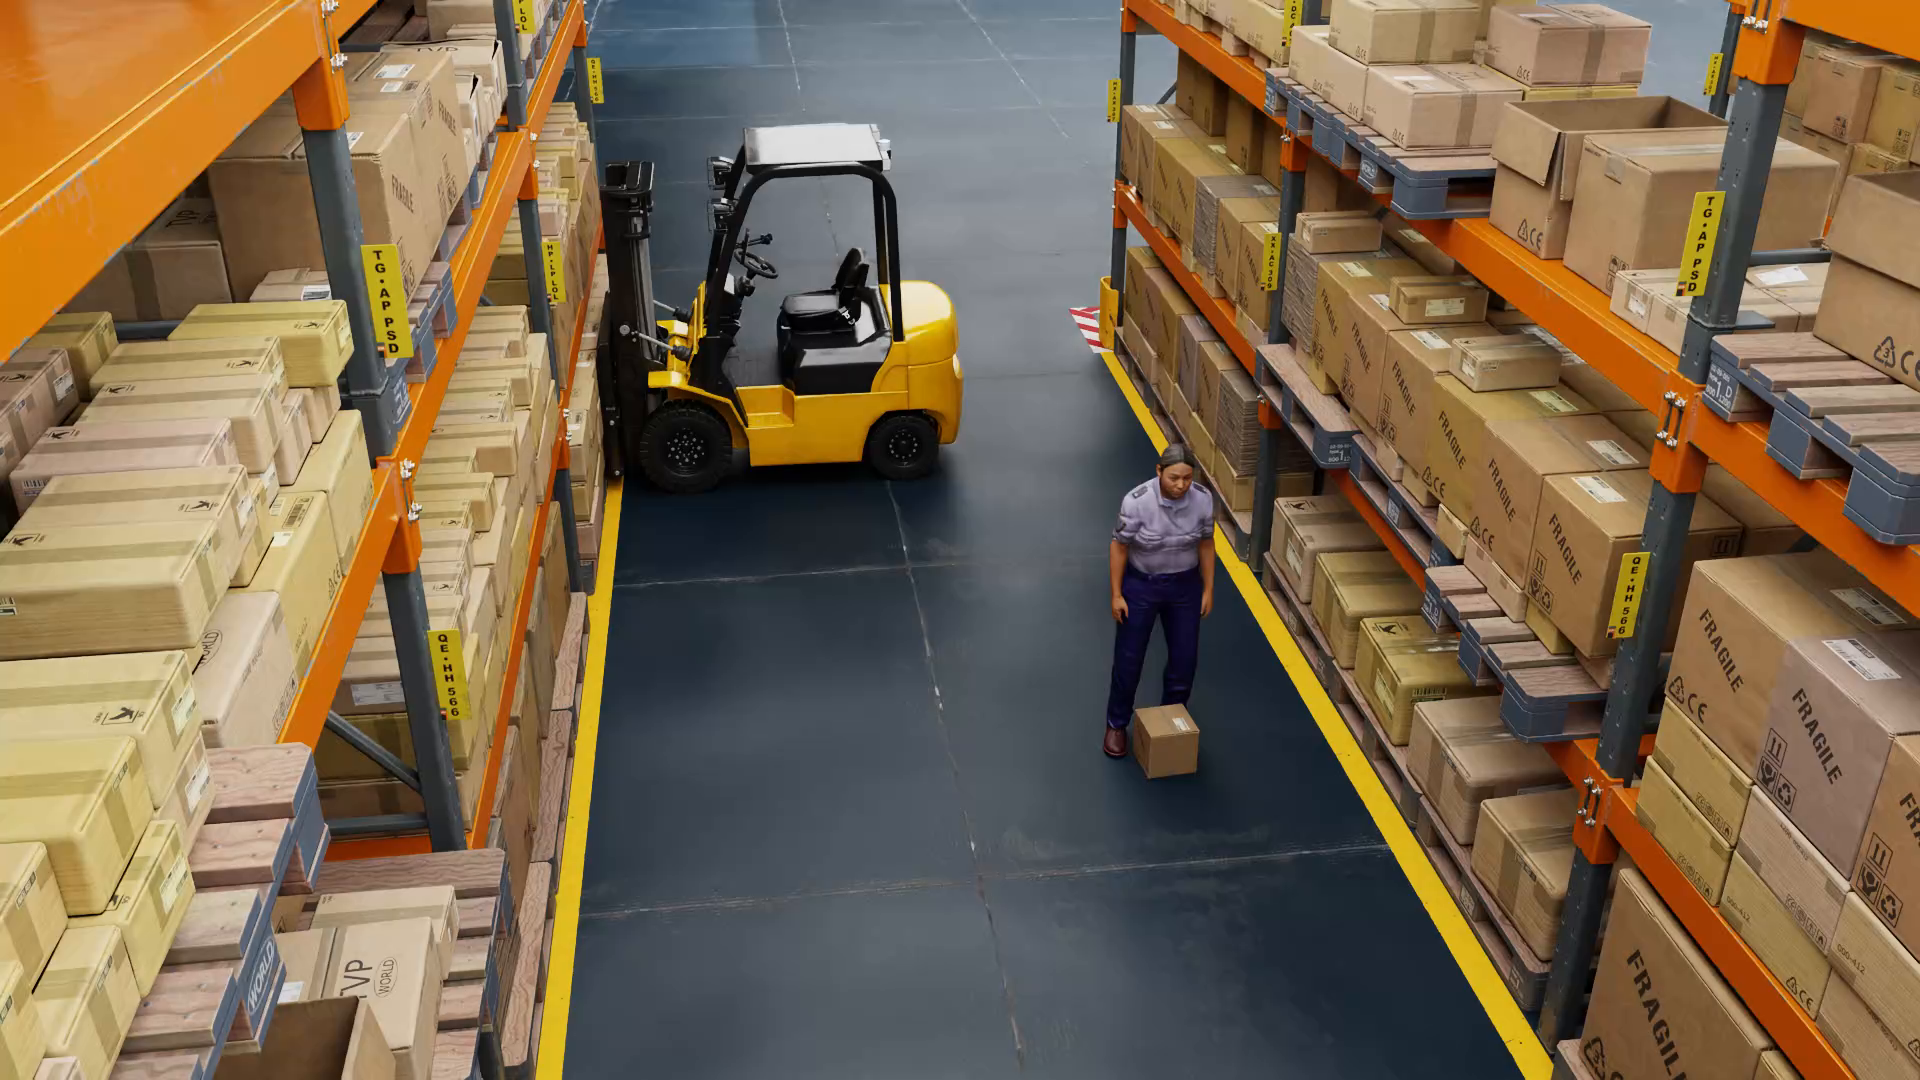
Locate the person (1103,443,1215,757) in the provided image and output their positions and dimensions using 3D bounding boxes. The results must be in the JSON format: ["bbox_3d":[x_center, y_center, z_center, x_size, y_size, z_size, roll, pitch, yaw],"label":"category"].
[{"bbox_3d":[0.980,0.283,8.079,0.541,1.652,0.377,-4,28,-7],"label":"person"}]
